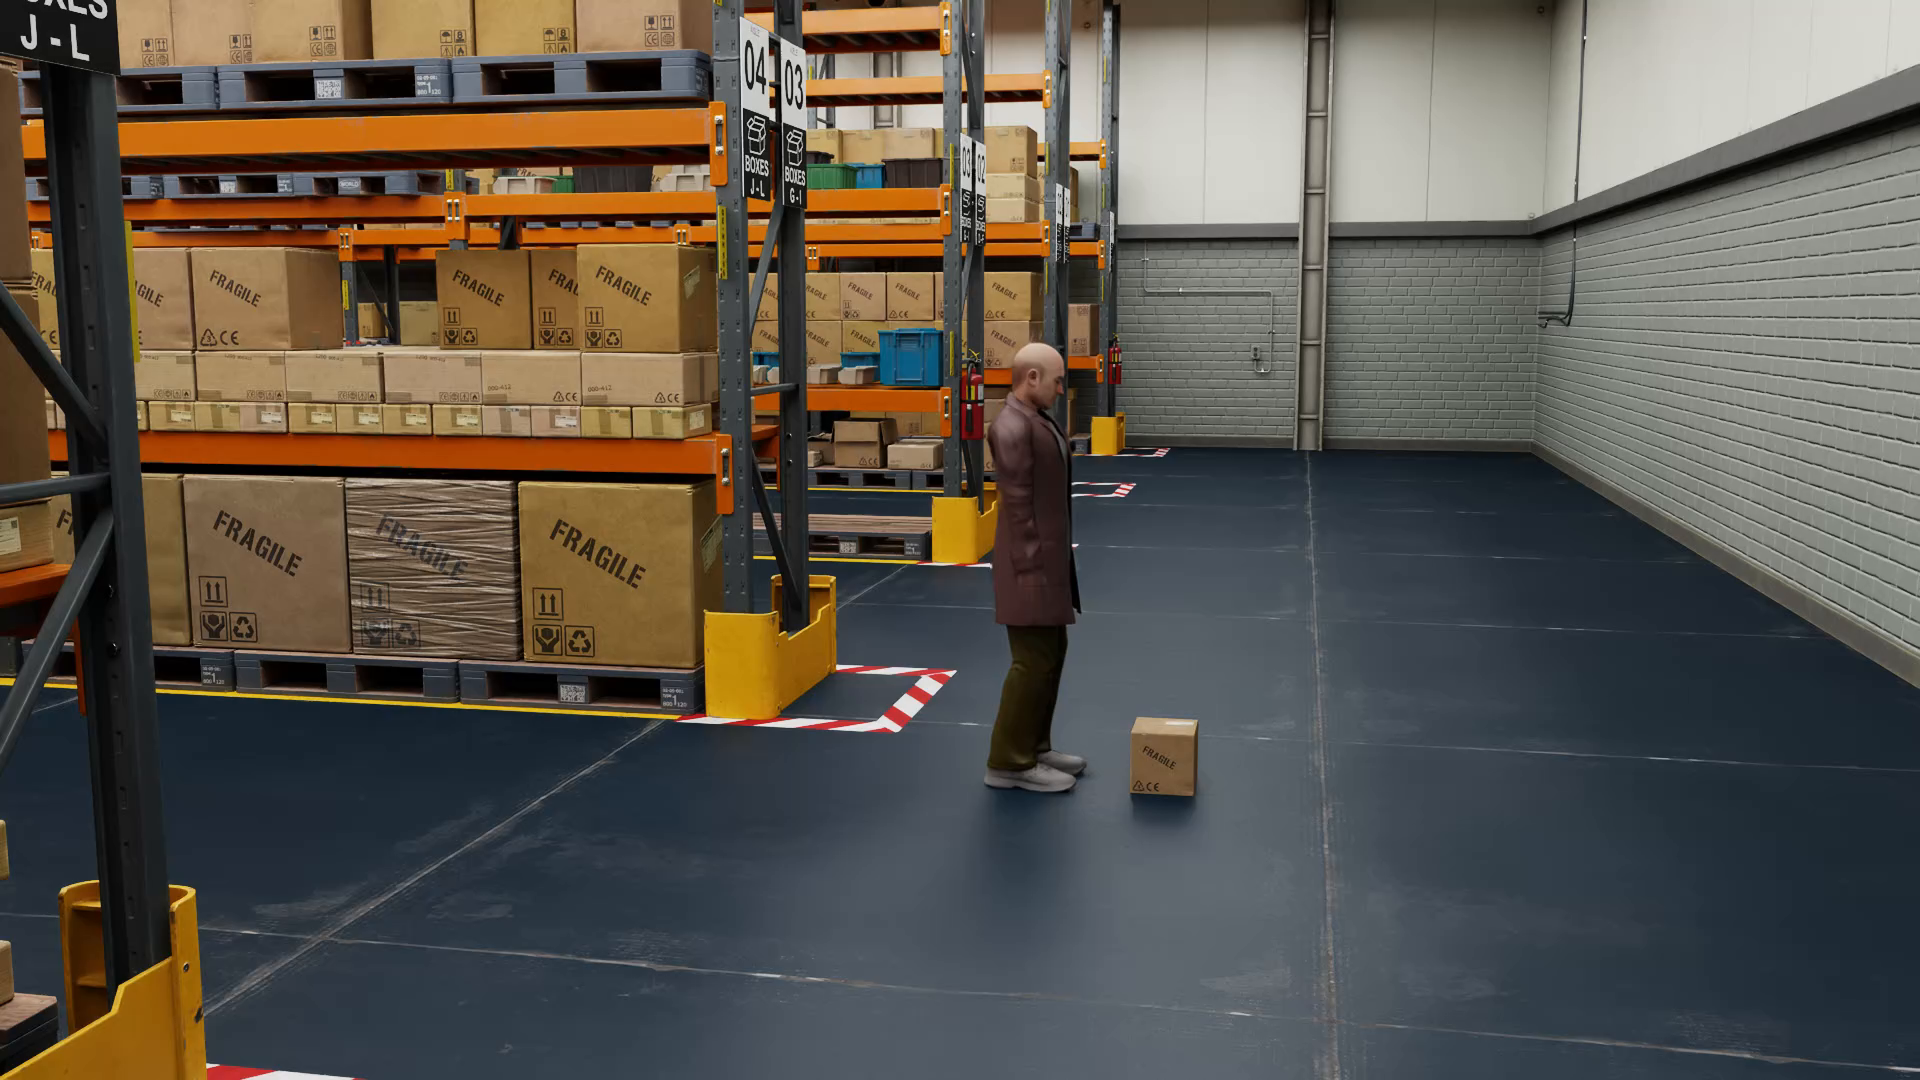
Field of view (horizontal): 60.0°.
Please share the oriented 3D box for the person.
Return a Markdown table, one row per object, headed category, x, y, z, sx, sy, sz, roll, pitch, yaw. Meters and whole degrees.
| category | x | y | z | sx | sy | sz | roll | pitch | yaw |
| --- | --- | --- | --- | --- | --- | --- | --- | --- | --- |
| person | 0.313 | 0.099 | 6.681 | 0.378 | 1.771 | 0.562 | 2 | 8 | 12 |
